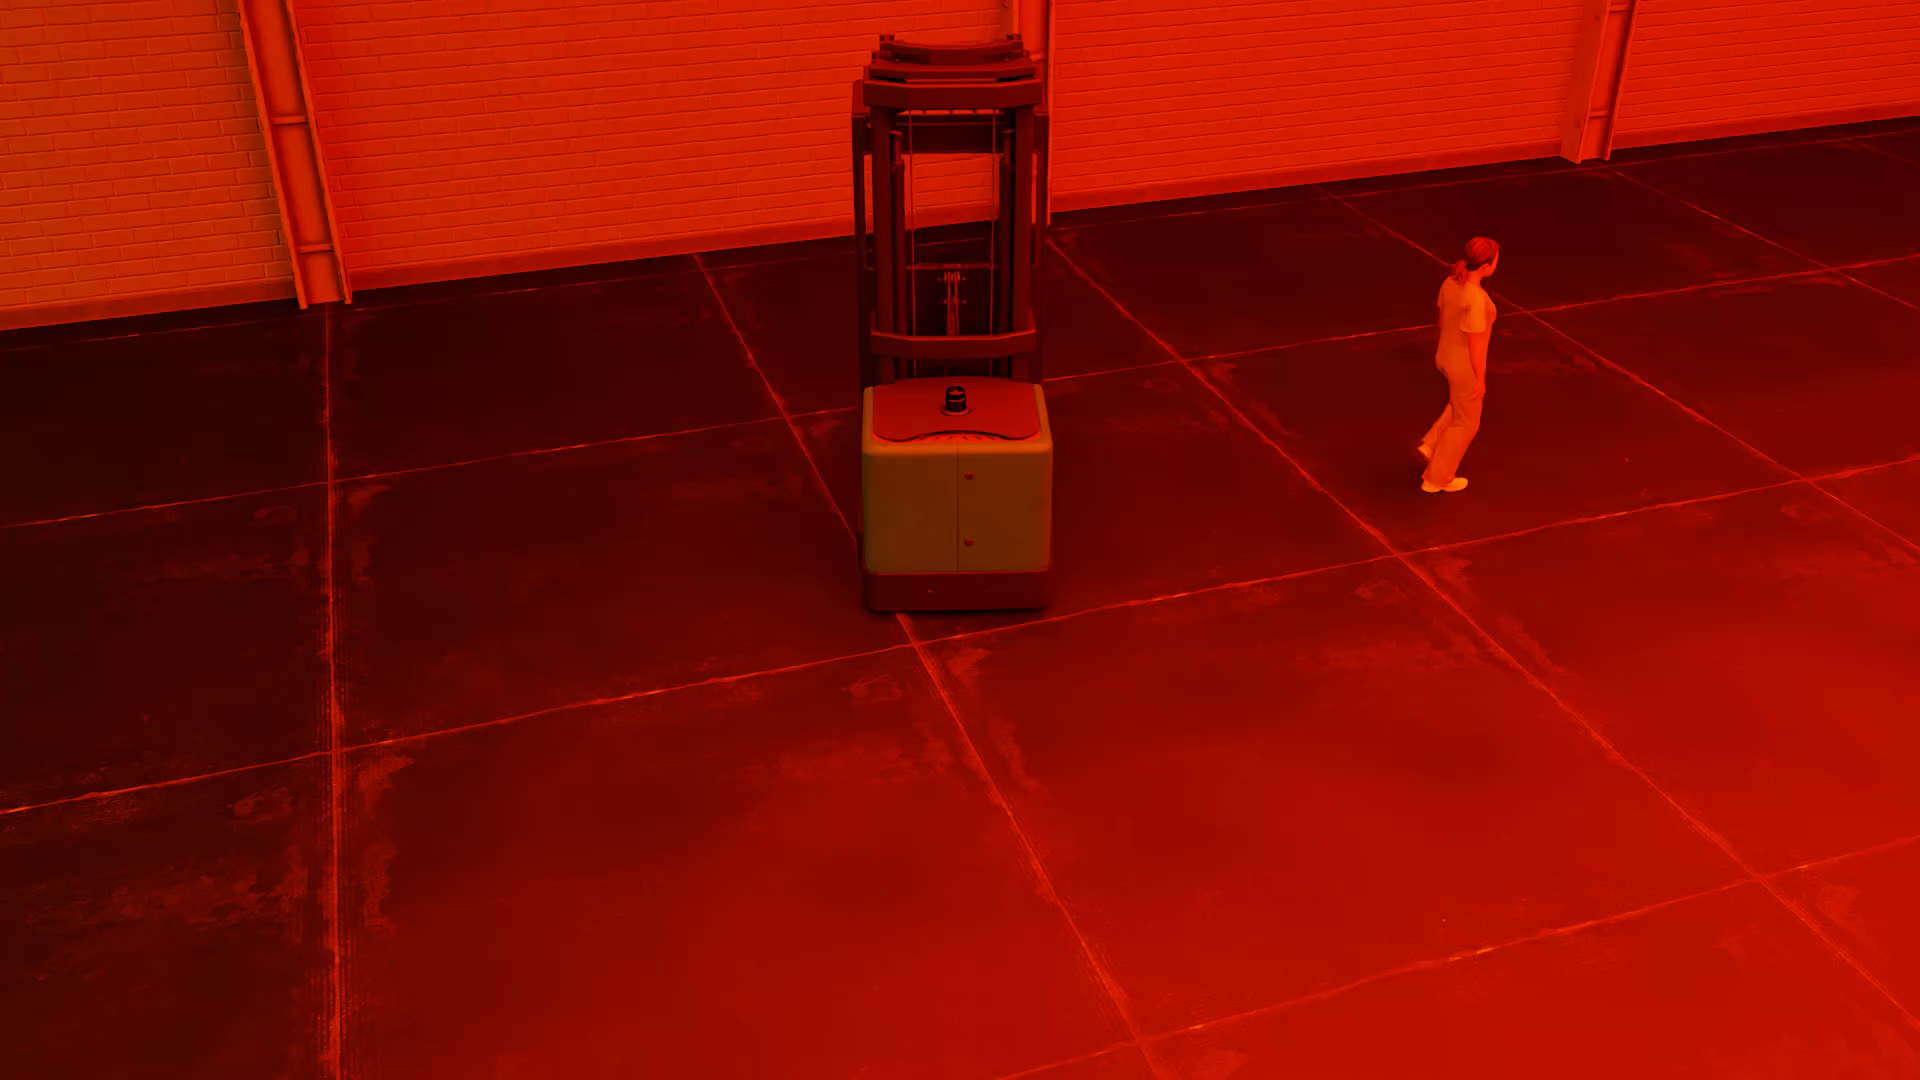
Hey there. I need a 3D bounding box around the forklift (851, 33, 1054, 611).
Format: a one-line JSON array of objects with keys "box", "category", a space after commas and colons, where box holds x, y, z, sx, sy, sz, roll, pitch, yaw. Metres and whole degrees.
[{"box": [-0.062, -1.574, 9.824, 1.130, 2.935, 3.031, -1, 30, -2], "category": "forklift"}]

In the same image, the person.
[{"box": [3.132, -1.082, 10.249, 0.471, 1.655, 0.562, -7, 31, -12], "category": "person"}]
